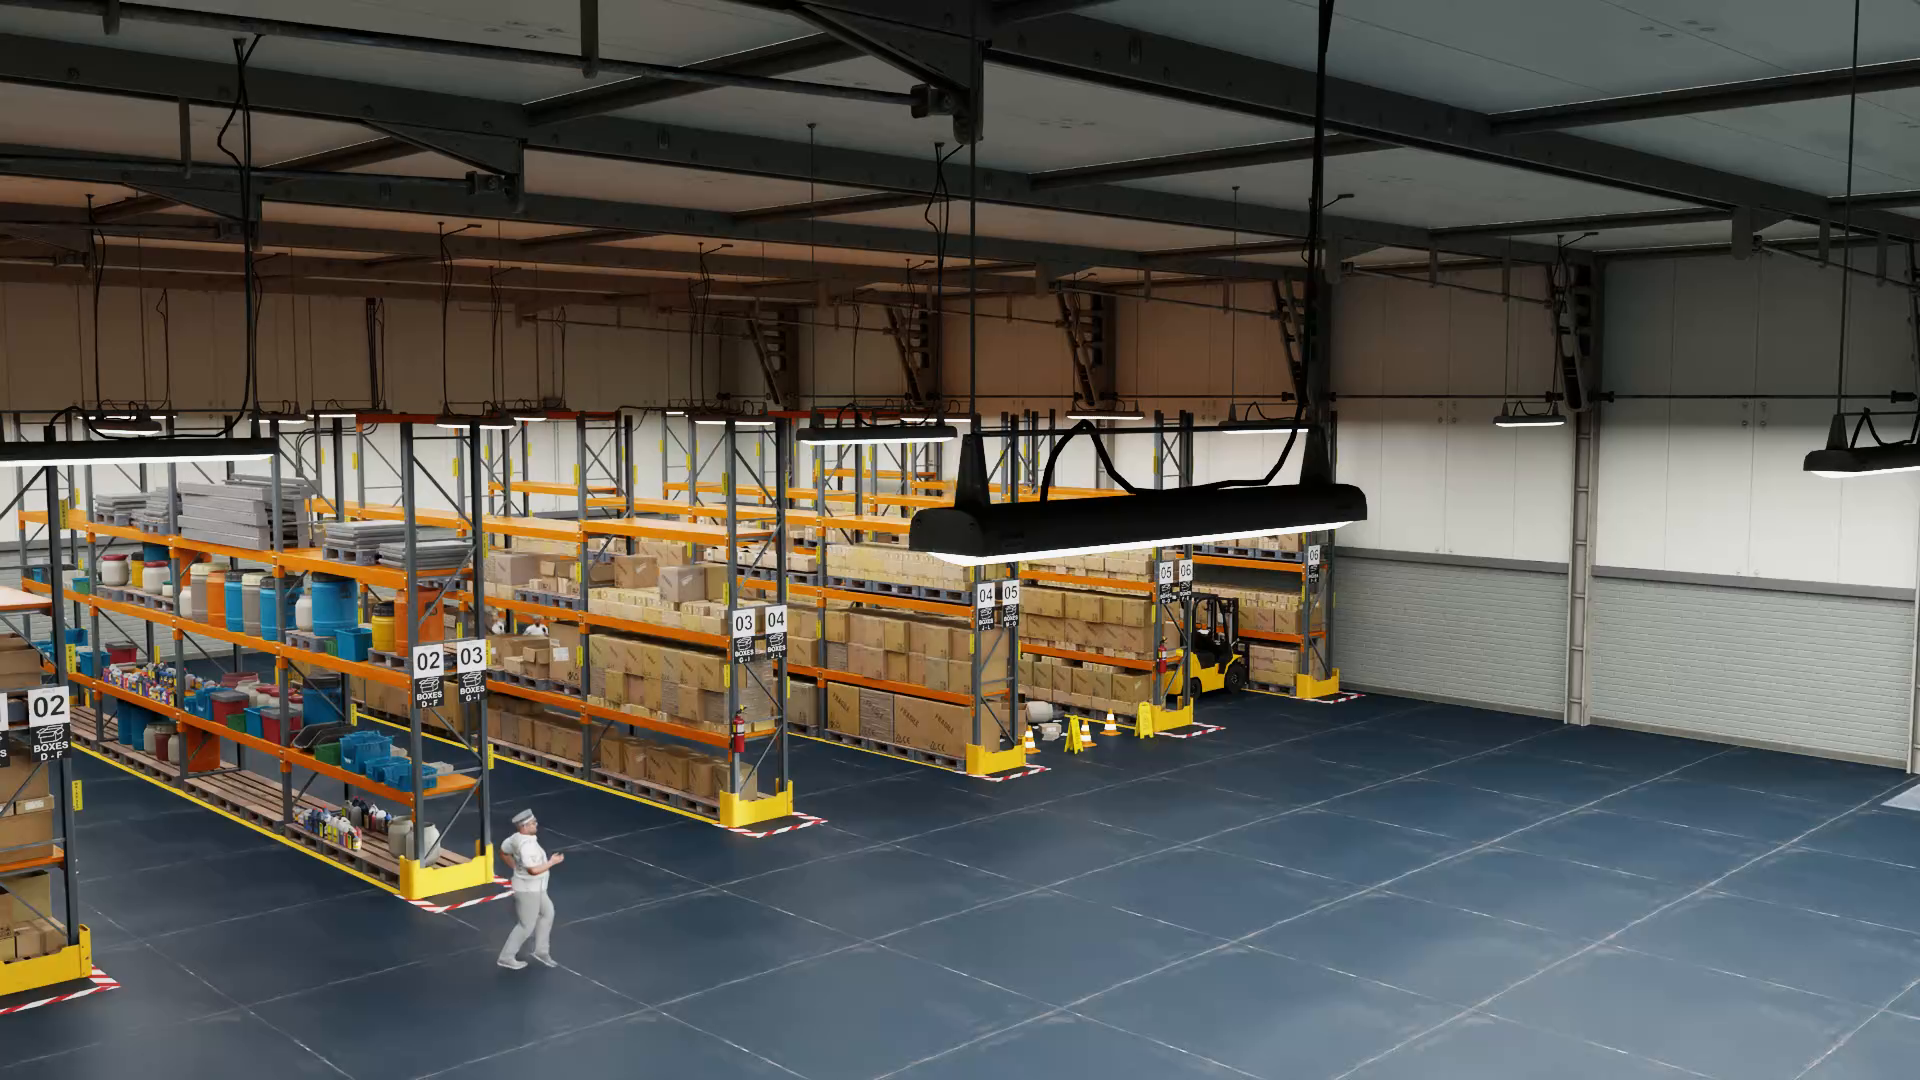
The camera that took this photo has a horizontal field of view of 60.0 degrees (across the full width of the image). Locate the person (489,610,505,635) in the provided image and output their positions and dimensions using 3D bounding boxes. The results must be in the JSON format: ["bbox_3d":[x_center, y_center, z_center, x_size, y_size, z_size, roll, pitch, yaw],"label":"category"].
[{"bbox_3d":[-10.269,2.350,36.535,0.604,1.655,0.774,-4,6,-37],"label":"person"}]

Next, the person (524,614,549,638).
[{"bbox_3d":[-9.061,2.394,35.701,0.570,1.712,0.855,-4,7,-42],"label":"person"}]

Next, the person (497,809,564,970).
[{"bbox_3d":[-4.728,3.865,18.270,0.748,1.850,0.640,-2,5,-20],"label":"person"}]
